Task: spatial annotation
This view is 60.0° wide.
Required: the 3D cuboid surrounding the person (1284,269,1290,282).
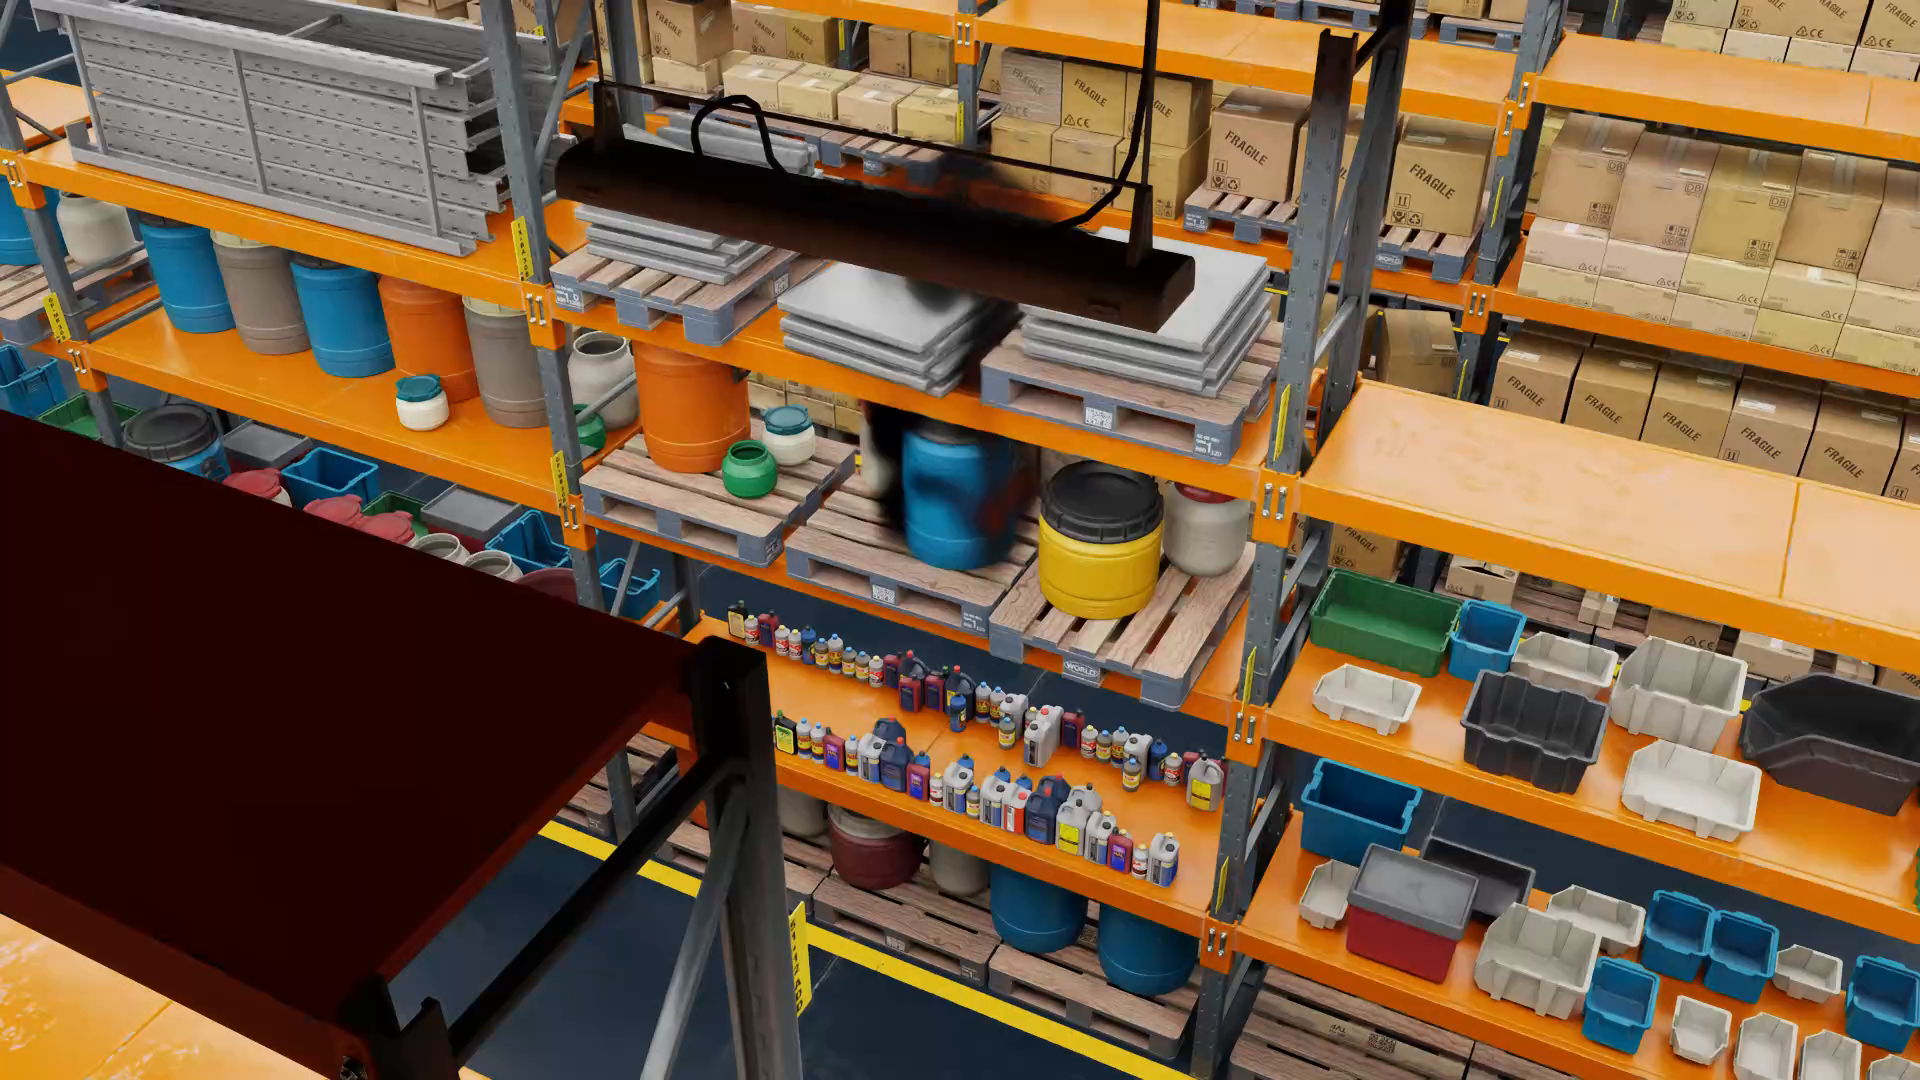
[{"bbox_3d":[3.258,-1.870,15.251,0.797,1.475,0.528,1,35,2],"label":"person"}]
